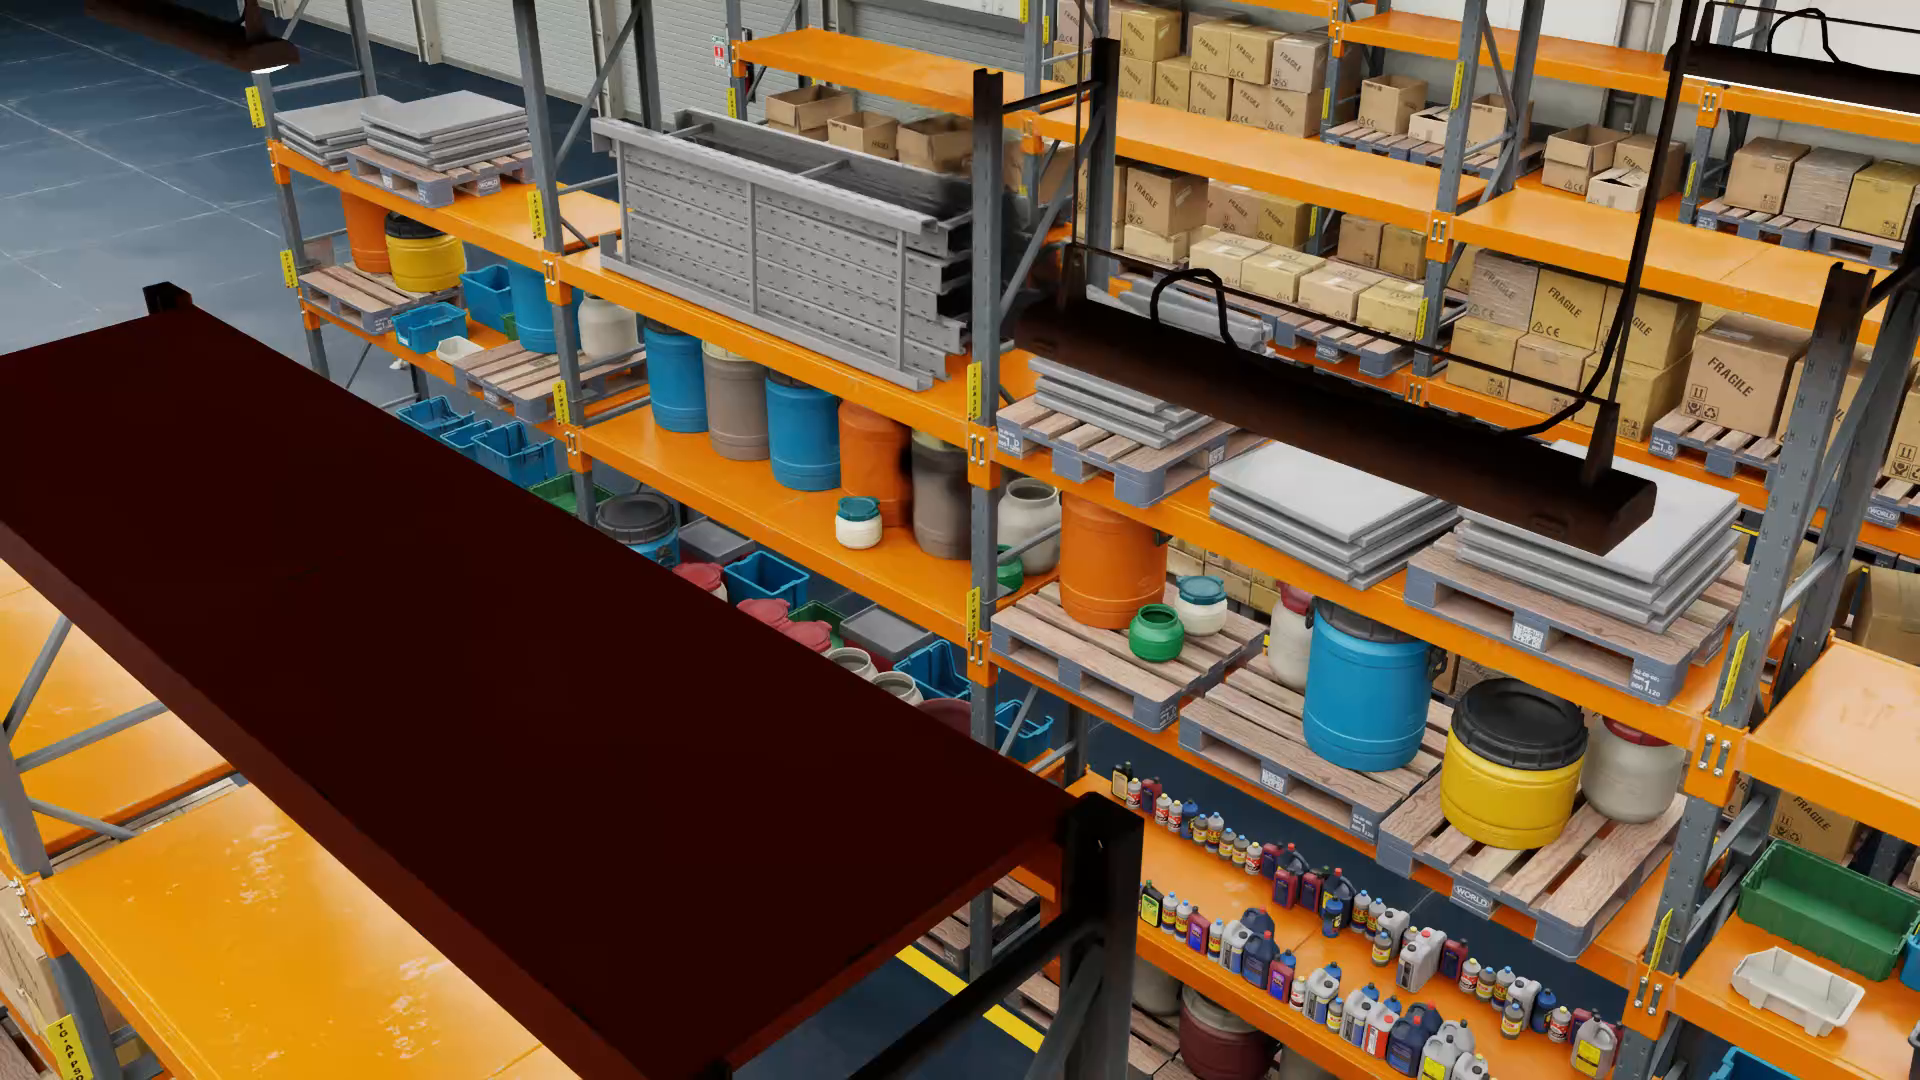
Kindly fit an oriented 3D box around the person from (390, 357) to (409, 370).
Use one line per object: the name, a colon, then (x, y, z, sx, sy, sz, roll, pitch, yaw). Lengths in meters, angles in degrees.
person: (-6.390, -2.959, 19.644, 0.977, 1.822, 0.680, -14, 32, -23)
